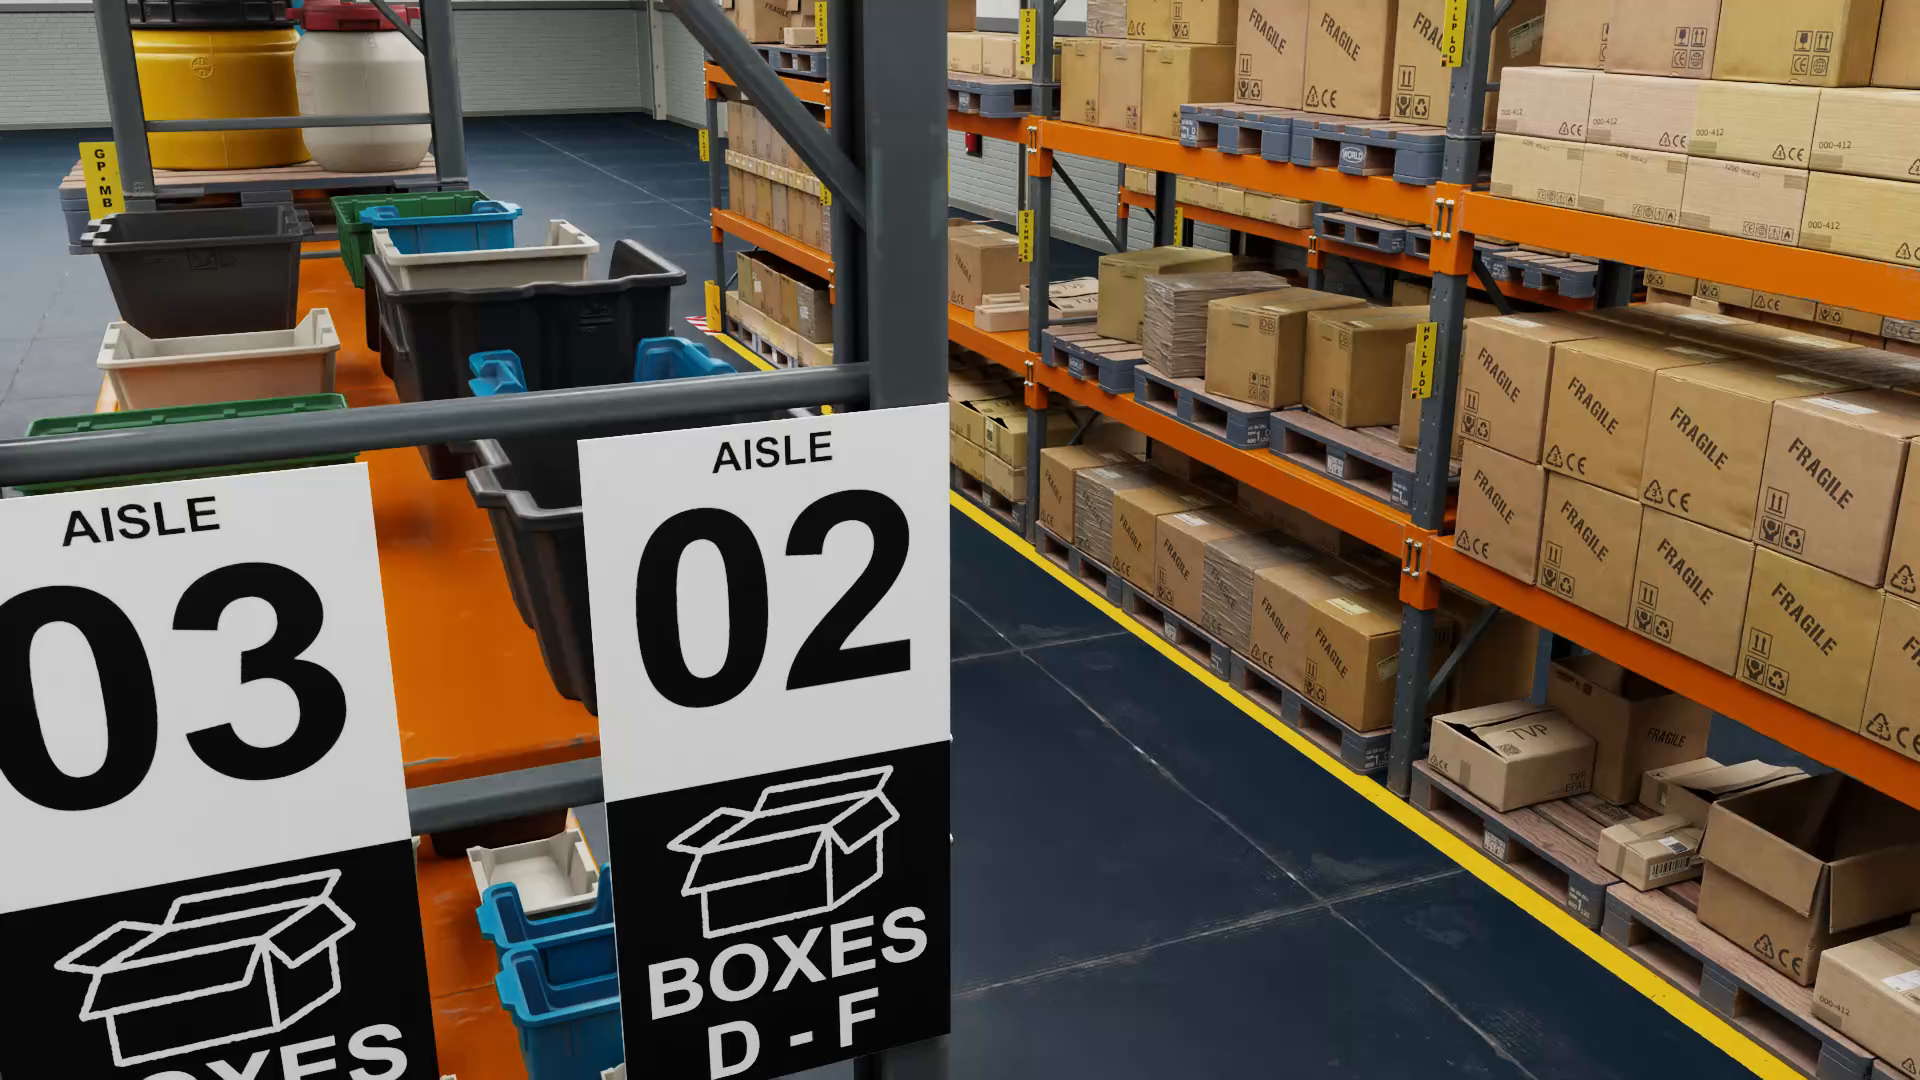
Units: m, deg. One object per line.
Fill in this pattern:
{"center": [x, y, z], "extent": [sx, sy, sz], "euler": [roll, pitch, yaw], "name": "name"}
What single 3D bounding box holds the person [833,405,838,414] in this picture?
{"center": [-0.469, -0.297, 9.815], "extent": [0.626, 1.564, 0.612], "euler": [-8, 20, -22], "name": "person"}
